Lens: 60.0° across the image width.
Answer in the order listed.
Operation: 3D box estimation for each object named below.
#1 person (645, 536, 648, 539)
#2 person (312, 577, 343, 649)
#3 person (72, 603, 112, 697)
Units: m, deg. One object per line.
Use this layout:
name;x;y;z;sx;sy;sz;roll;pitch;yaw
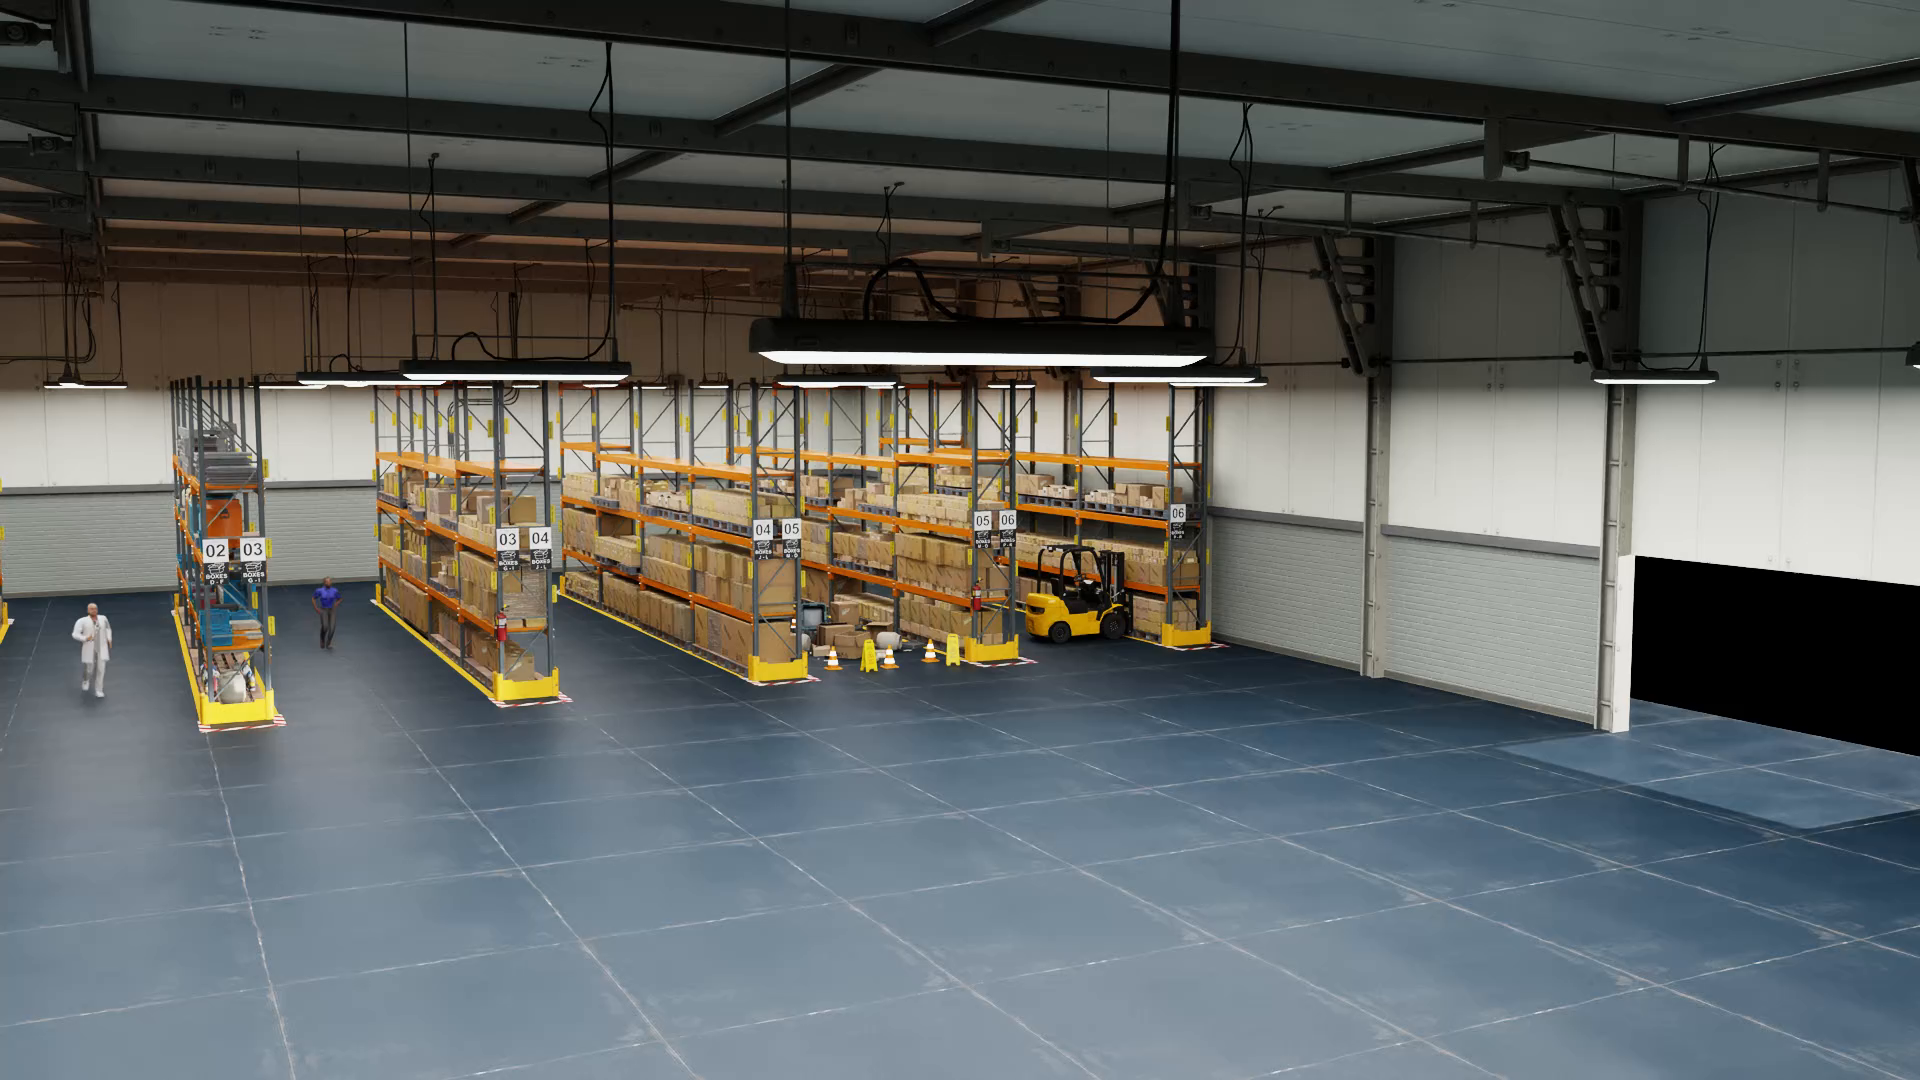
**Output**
person;-8.811;0.724;46.814;0.656;1.673;0.604;-3;6;-32
person;-13.995;1.626;36.856;0.628;1.621;0.546;-3;6;-31
person;-16.331;2.101;31.333;0.710;1.663;0.834;-5;7;-44
